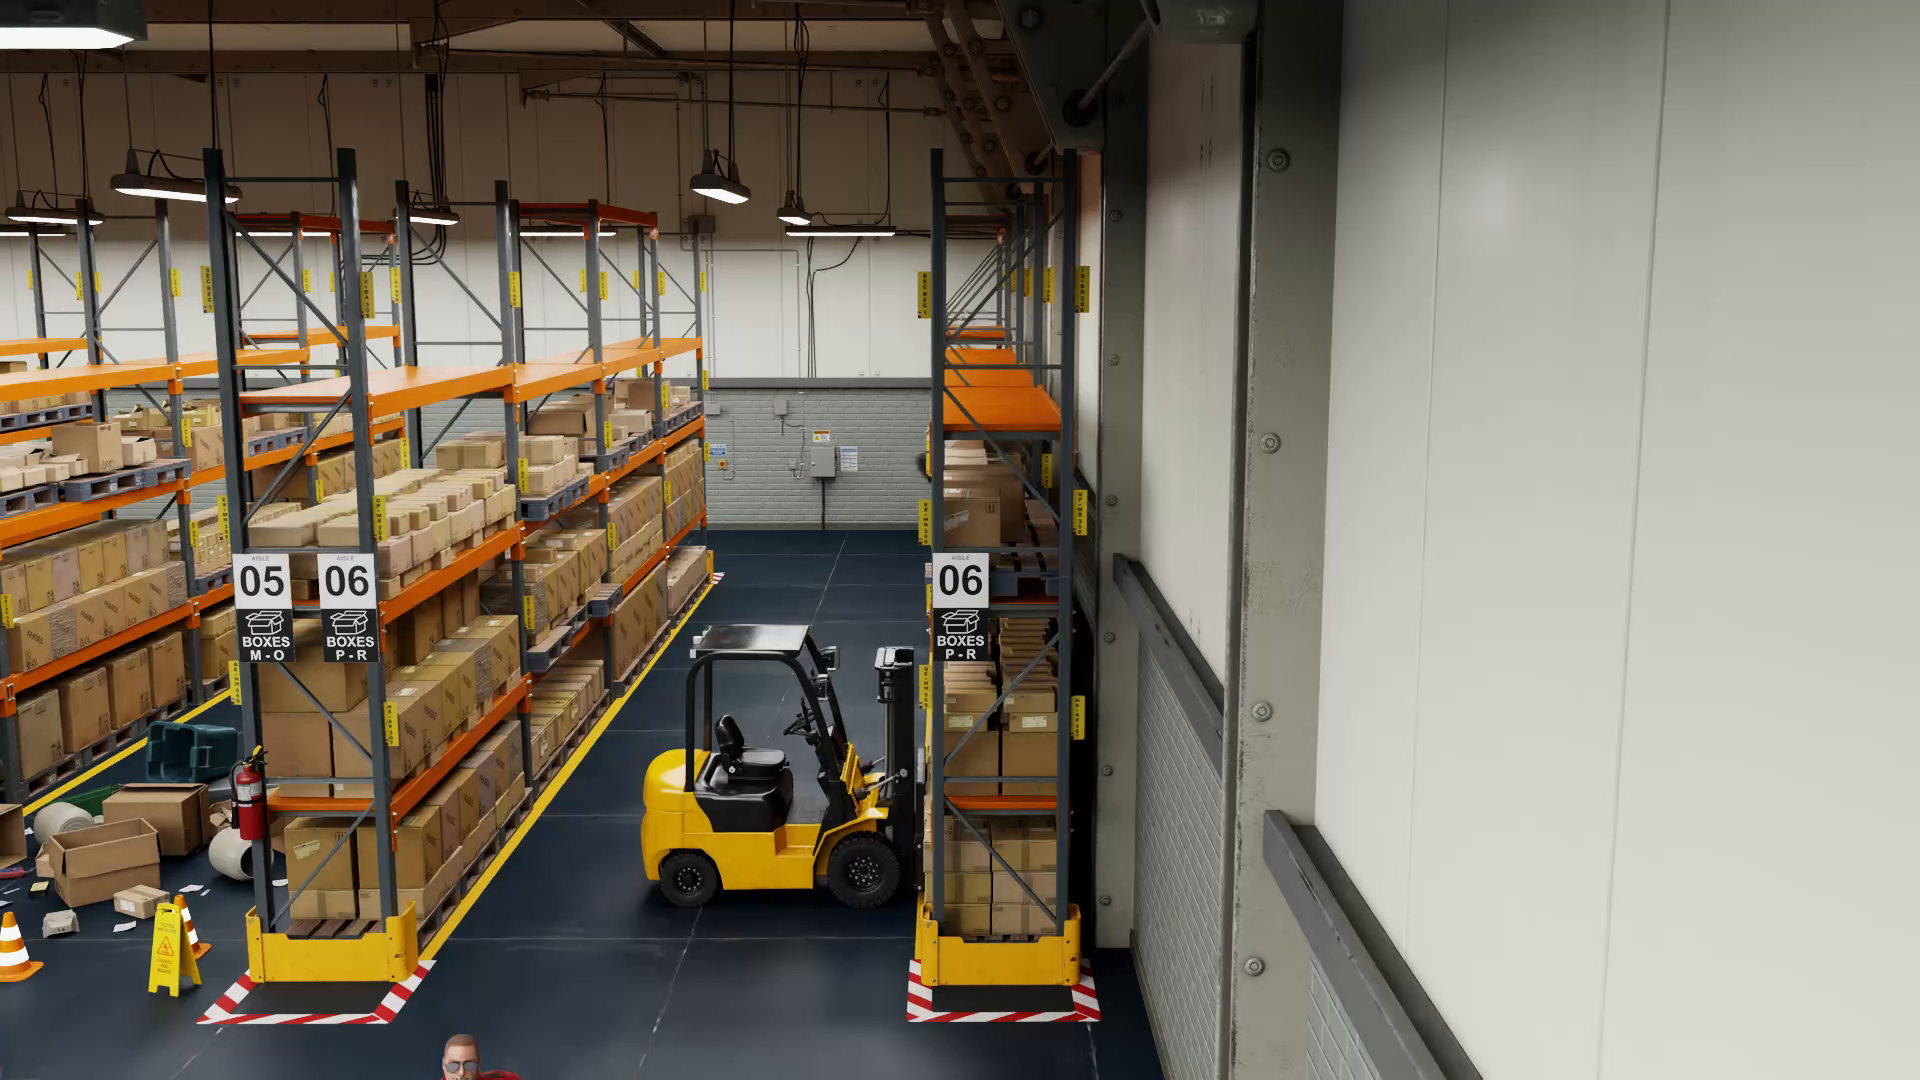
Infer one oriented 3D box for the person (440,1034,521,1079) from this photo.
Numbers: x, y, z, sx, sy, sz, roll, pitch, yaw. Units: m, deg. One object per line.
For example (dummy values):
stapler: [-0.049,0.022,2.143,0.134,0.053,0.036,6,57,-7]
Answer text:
person: [-2.330,3.108,7.834,0.686,1.724,0.938,-3,10,-17]
